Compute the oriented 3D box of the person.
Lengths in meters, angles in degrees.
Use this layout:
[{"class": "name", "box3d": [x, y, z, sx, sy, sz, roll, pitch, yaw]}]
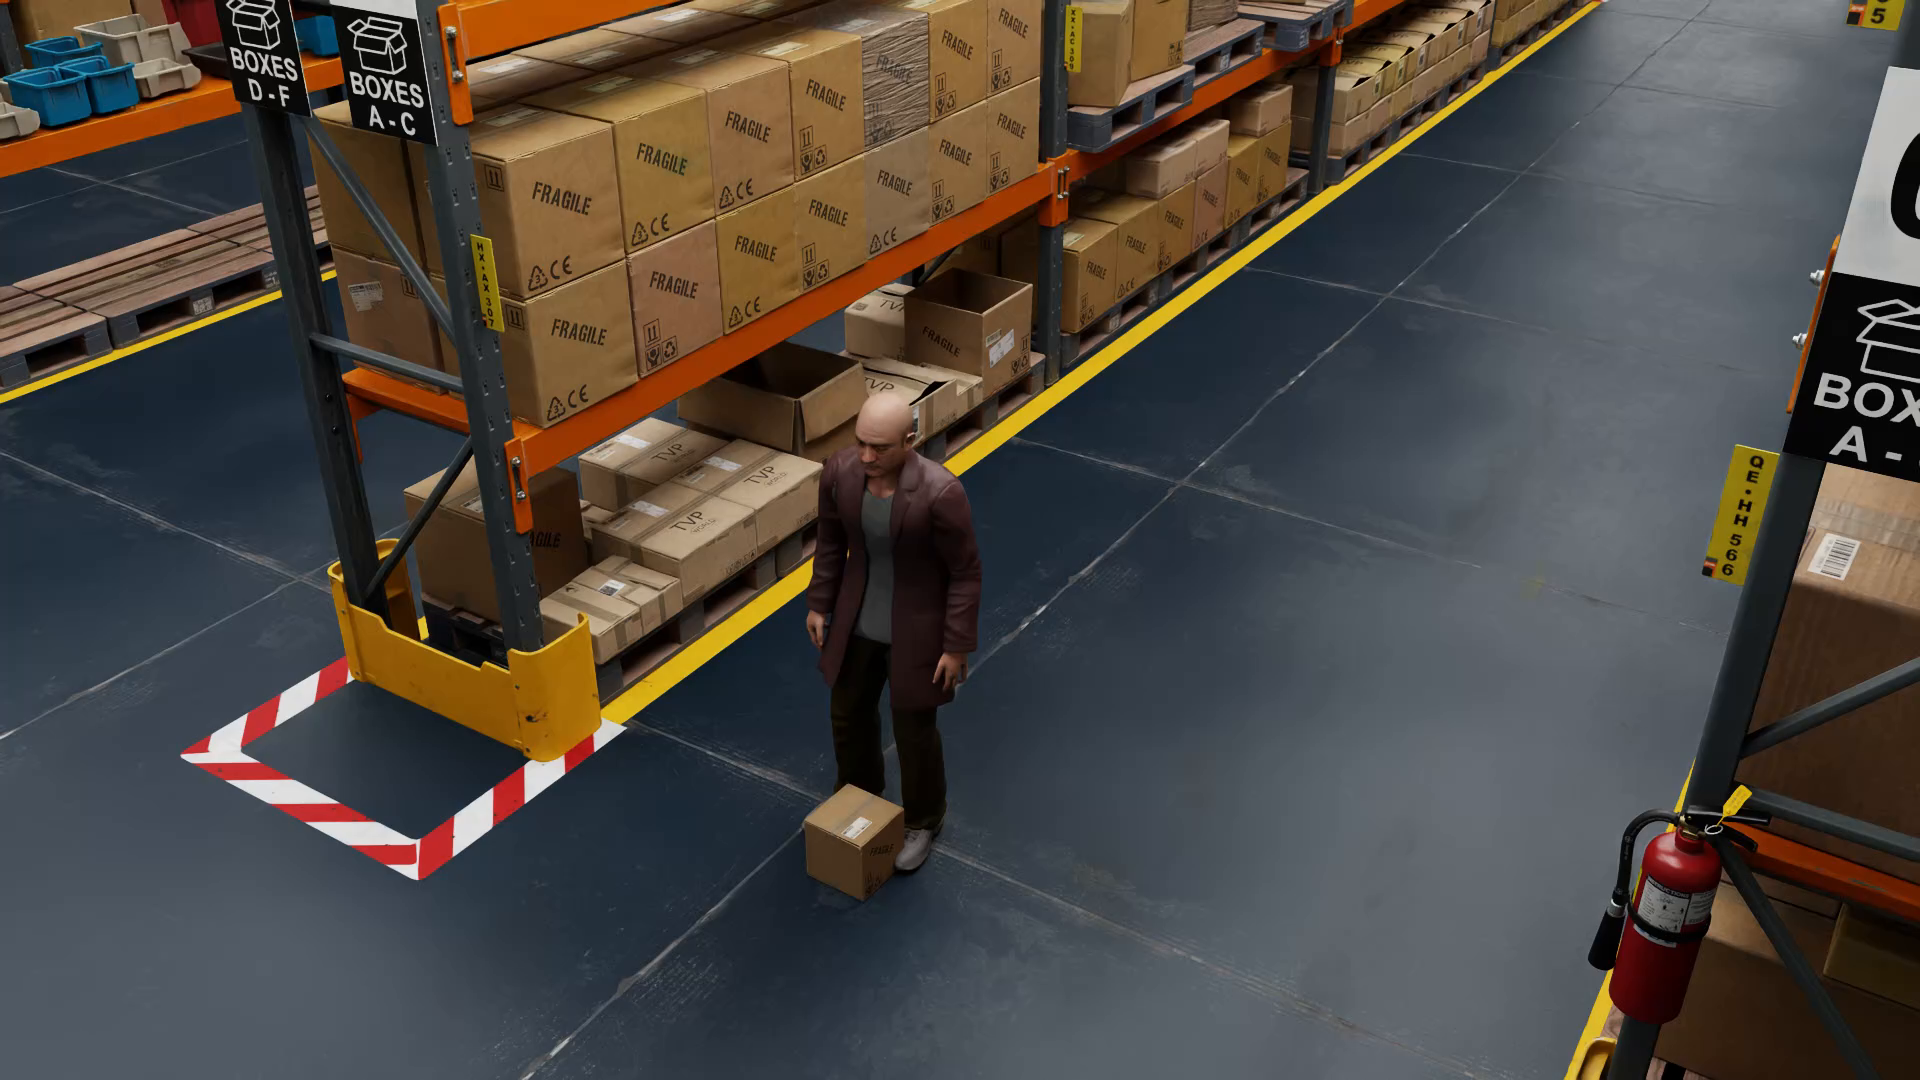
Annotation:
[{"class": "person", "box3d": [-0.232, 0.297, 5.631, 0.654, 1.774, 0.420, 16, 34, 25]}]
